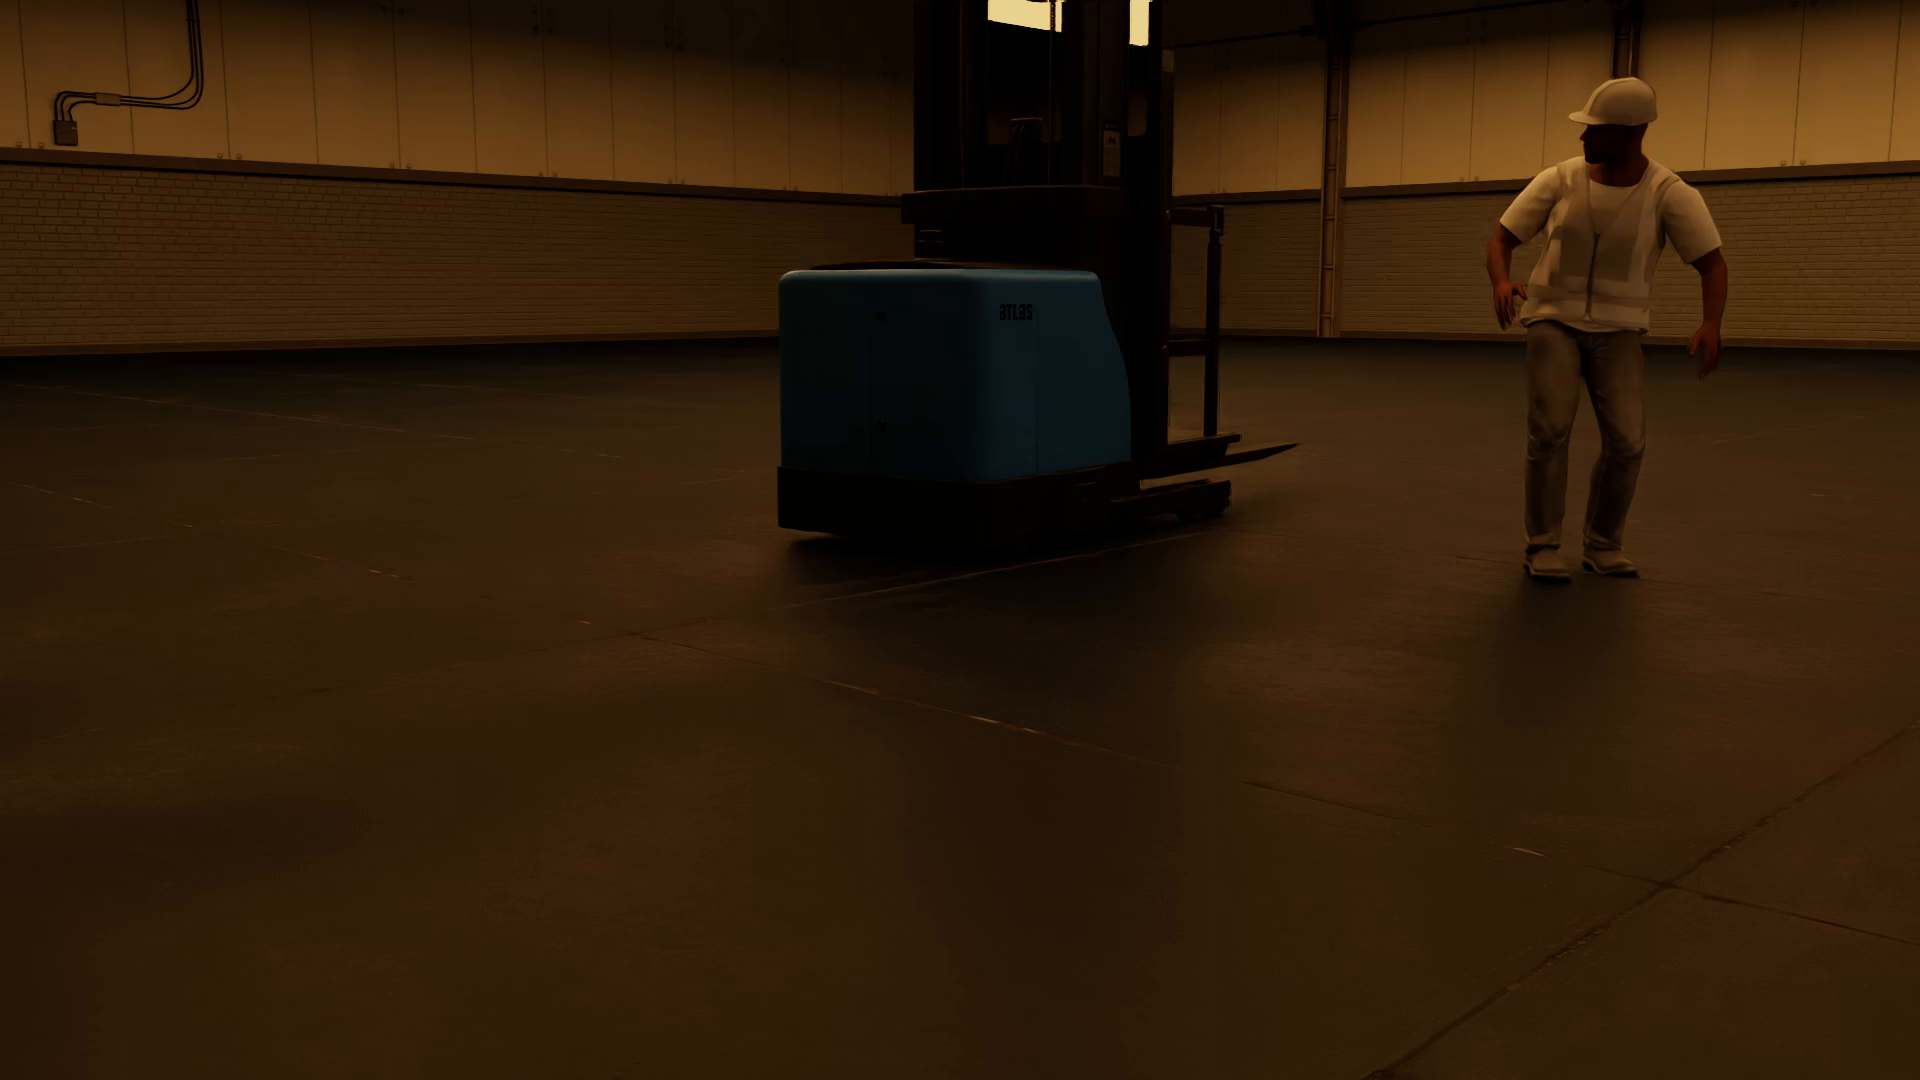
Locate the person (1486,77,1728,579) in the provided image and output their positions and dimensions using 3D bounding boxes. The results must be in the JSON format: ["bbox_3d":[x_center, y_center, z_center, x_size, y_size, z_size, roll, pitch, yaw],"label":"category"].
[{"bbox_3d":[2.242,-0.724,5.799,0.791,1.718,0.516,2,9,15],"label":"person"}]

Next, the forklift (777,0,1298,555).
[{"bbox_3d":[0.556,-1.568,7.290,1.130,2.935,3.031,6,11,36],"label":"forklift"}]
